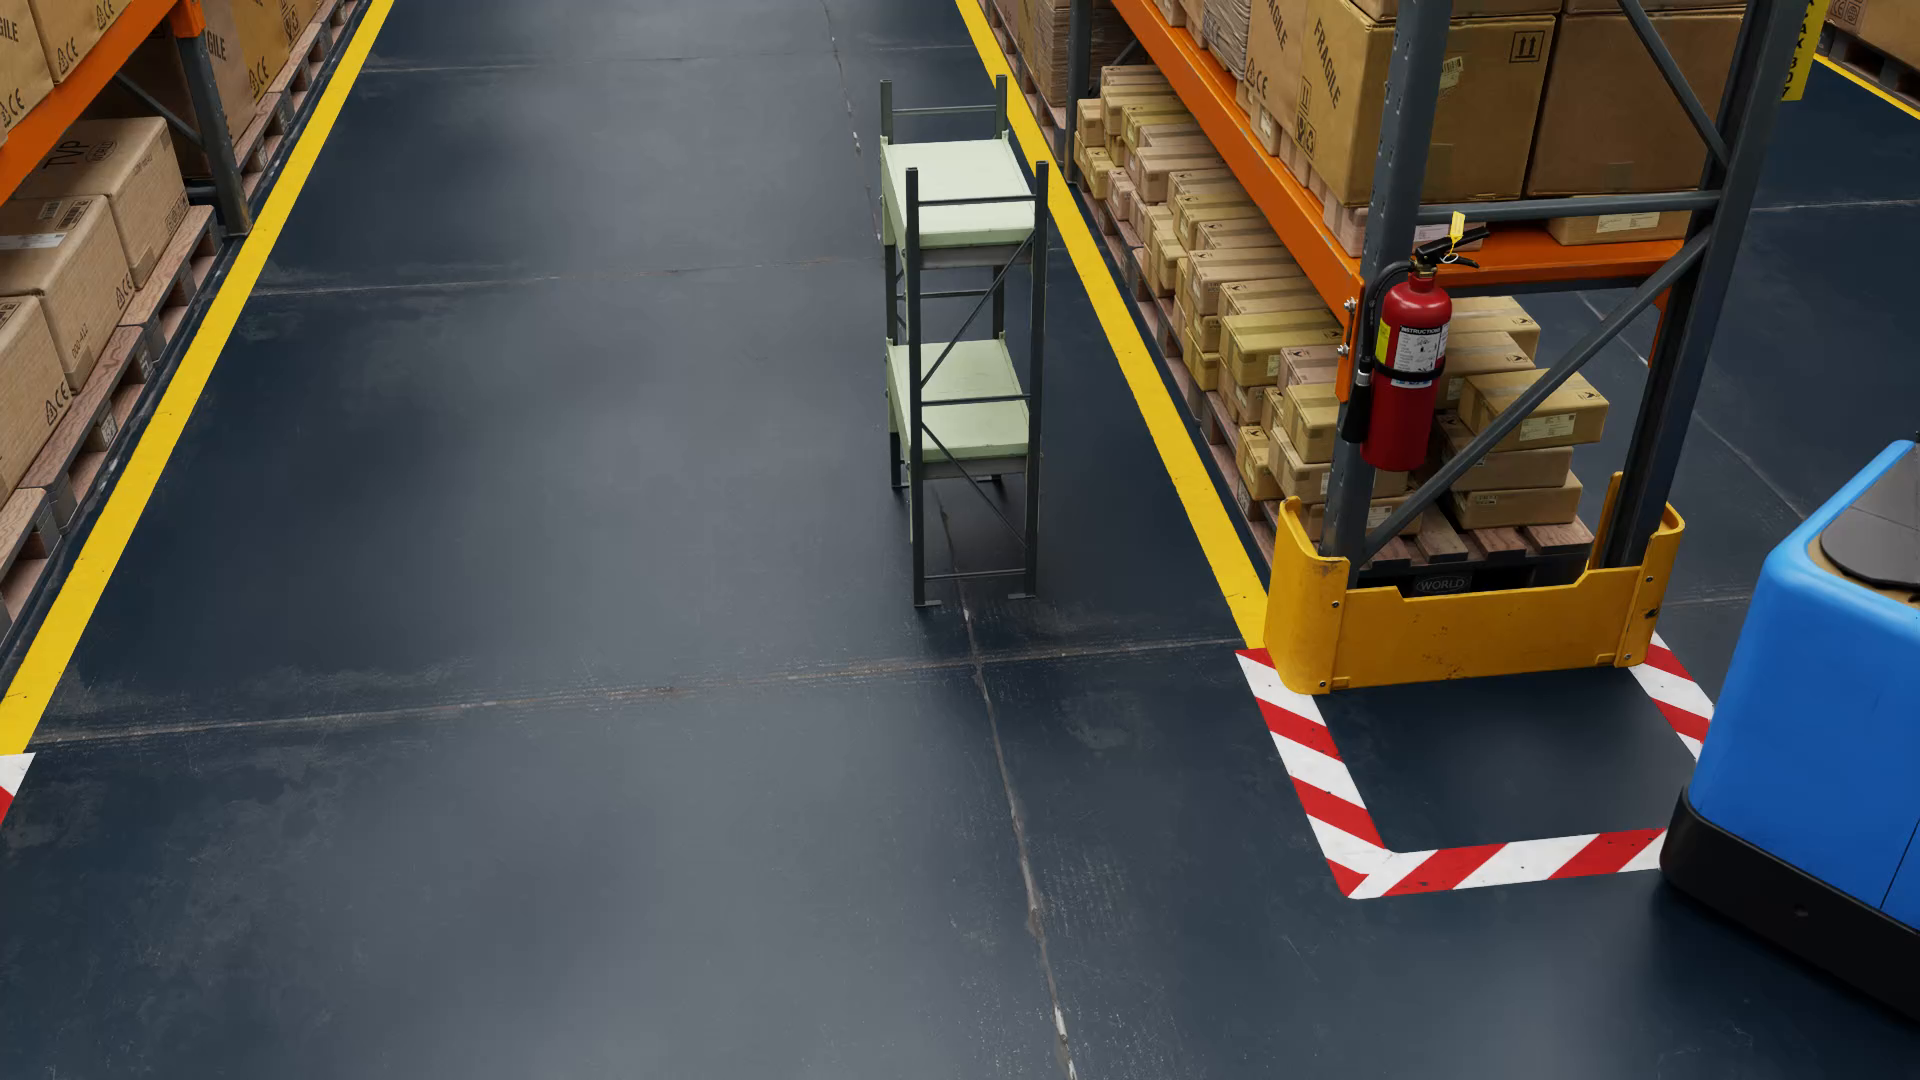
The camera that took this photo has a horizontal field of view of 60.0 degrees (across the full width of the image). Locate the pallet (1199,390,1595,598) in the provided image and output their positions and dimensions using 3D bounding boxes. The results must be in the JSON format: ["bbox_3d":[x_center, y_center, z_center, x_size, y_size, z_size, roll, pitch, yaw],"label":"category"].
[{"bbox_3d":[1.483,-0.207,5.866,1.003,0.211,1.213,-4,35,-6],"label":"pallet"}]

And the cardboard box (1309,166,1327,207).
[{"bbox_3d":[1.248,-1.059,4.864,0.380,0.149,0.250,-4,35,-6],"label":"cardboard box"}]

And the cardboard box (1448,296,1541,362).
[{"bbox_3d":[1.771,-0.715,5.766,0.380,0.149,0.250,-4,35,-7],"label":"cardboard box"}]

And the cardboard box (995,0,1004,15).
[{"bbox_3d":[0.479,-3.485,10.047,0.500,0.500,0.500,-5,35,-8],"label":"cardboard box"}]

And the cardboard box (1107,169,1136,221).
[{"bbox_3d":[0.881,-1.578,7.560,0.380,0.149,0.250,-5,35,-7],"label":"cardboard box"}]

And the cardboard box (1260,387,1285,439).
[{"bbox_3d":[1.232,-0.402,5.571,0.380,0.149,0.250,-5,35,-7],"label":"cardboard box"}]

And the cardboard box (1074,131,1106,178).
[{"bbox_3d":[0.761,-1.861,7.976,0.380,0.149,0.250,-6,35,-8],"label":"cardboard box"}]

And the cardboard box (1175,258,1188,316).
[{"bbox_3d":[1.044,-0.974,6.411,0.380,0.149,0.250,-3,34,-4],"label":"cardboard box"}]

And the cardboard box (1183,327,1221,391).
[{"bbox_3d":[1.063,-0.698,6.270,0.380,0.149,0.250,-6,35,-9],"label":"cardboard box"}]

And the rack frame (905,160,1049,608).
[{"bbox_3d":[0.048,-0.419,5.033,0.400,1.500,0.023,-4,35,-6],"label":"rack frame"}]

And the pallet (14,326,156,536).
[{"bbox_3d":[-3.669,-0.397,6.145,1.003,0.211,1.213,-4,35,-6],"label":"pallet"}]

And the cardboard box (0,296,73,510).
[{"bbox_3d":[-3.643,-0.415,5.598,0.875,0.438,0.875,-3,34,-5],"label":"cardboard box"}]

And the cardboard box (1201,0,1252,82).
[{"bbox_3d":[1.111,-1.826,5.413,0.500,0.500,0.500,-4,35,-6],"label":"cardboard box"}]

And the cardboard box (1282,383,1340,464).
[{"bbox_3d":[1.246,-0.378,5.272,0.380,0.149,0.250,-4,34,-6],"label":"cardboard box"}]

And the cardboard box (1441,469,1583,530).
[{"bbox_3d":[1.815,-0.173,5.499,0.380,0.149,0.250,-4,34,-5],"label":"cardboard box"}]

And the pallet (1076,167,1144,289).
[{"bbox_3d":[1.155,-1.569,7.864,1.003,0.211,1.213,-4,35,-6],"label":"pallet"}]

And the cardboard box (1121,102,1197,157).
[{"bbox_3d":[0.932,-1.831,7.403,0.380,0.149,0.250,-5,35,-7],"label":"cardboard box"}]

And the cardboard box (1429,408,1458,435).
[{"bbox_3d":[1.771,-0.448,5.638,0.380,0.149,0.250,-5,35,-7],"label":"cardboard box"}]

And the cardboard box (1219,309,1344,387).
[{"bbox_3d":[1.108,-0.658,5.682,0.380,0.149,0.250,-5,35,-7],"label":"cardboard box"}]

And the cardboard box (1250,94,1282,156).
[{"bbox_3d":[1.142,-1.339,5.274,0.380,0.149,0.250,-3,34,-5],"label":"cardboard box"}]

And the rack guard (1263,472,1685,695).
[{"bbox_3d":[1.558,0.130,5.116,1.175,0.500,0.348,-4,35,-6],"label":"rack guard"}]

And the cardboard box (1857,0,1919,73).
[{"bbox_3d":[5.853,-3.063,9.095,1.225,0.875,0.875,-4,35,-6],"label":"cardboard box"}]

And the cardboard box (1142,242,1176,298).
[{"bbox_3d":[0.975,-1.140,6.918,0.380,0.149,0.250,-5,35,-8],"label":"cardboard box"}]

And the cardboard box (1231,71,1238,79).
[{"bbox_3d":[1.158,-1.643,5.721,0.380,0.149,0.250,-6,35,-8],"label":"cardboard box"}]

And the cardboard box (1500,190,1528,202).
[{"bbox_3d":[1.774,-1.102,4.926,0.380,0.149,0.250,-3,34,-5],"label":"cardboard box"}]

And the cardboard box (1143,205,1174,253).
[{"bbox_3d":[0.971,-1.265,6.838,0.380,0.149,0.250,-5,35,-7],"label":"cardboard box"}]

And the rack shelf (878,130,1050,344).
[{"bbox_3d":[-0.001,-0.946,5.113,0.431,0.370,0.720,-4,35,-6],"label":"rack shelf"}]

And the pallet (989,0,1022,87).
[{"bbox_3d":[0.756,-3.057,10.049,1.003,0.211,1.213,-4,35,-6],"label":"pallet"}]

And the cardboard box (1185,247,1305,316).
[{"bbox_3d":[1.045,-0.953,6.115,0.380,0.149,0.250,-3,34,-5],"label":"cardboard box"}]

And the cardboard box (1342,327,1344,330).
[{"bbox_3d":[1.208,-0.700,6.008,0.380,0.149,0.250,-5,35,-7],"label":"cardboard box"}]

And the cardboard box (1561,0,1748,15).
[{"bbox_3d":[1.771,-1.709,4.353,0.500,0.500,0.500,-5,35,-7],"label":"cardboard box"}]

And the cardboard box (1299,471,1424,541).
[{"bbox_3d":[1.290,-0.134,5.442,0.380,0.149,0.250,-4,34,-6],"label":"cardboard box"}]

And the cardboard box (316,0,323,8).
[{"bbox_3d":[-4.389,-3.798,10.173,0.875,0.875,0.875,-5,35,-7],"label":"cardboard box"}]

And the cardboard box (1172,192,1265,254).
[{"bbox_3d":[1.056,-1.252,6.554,0.380,0.149,0.250,-4,34,-6],"label":"cardboard box"}]

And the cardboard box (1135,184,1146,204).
[{"bbox_3d":[0.986,-1.566,7.279,0.380,0.149,0.250,-6,35,-9],"label":"cardboard box"}]

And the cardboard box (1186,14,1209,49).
[{"bbox_3d":[1.051,-1.929,6.140,0.380,0.149,0.250,-3,34,-5],"label":"cardboard box"}]

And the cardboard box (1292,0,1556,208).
[{"bbox_3d":[1.252,-1.256,4.577,0.500,0.500,0.500,-4,34,-5],"label":"cardboard box"}]

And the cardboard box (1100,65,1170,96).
[{"bbox_3d":[0.871,-2.126,7.837,0.380,0.149,0.250,-3,34,-4],"label":"cardboard box"}]

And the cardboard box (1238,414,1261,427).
[{"bbox_3d":[1.205,-0.424,5.867,0.380,0.149,0.250,-5,35,-7],"label":"cardboard box"}]

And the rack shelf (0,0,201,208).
[{"bbox_3d":[-3.593,-1.248,5.557,1.077,0.370,4.000,-4,35,-6],"label":"rack shelf"}]

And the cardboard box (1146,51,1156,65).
[{"bbox_3d":[1.193,-2.666,8.845,0.500,0.500,0.500,-3,34,-5],"label":"cardboard box"}]

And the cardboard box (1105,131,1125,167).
[{"bbox_3d":[0.885,-1.850,7.696,0.380,0.149,0.250,-4,34,-6],"label":"cardboard box"}]

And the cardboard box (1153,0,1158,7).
[{"bbox_3d":[0.940,-2.225,6.575,0.380,0.149,0.250,-4,34,-5],"label":"cardboard box"}]

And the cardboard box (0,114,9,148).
[{"bbox_3d":[-3.250,-1.326,4.943,0.500,0.500,0.500,-5,35,-7],"label":"cardboard box"}]

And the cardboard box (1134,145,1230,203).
[{"bbox_3d":[0.943,-1.539,6.975,0.380,0.149,0.250,-4,34,-5],"label":"cardboard box"}]

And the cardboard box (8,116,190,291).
[{"bbox_3d":[-3.883,-1.418,7.069,0.875,0.438,0.875,-5,35,-7],"label":"cardboard box"}]

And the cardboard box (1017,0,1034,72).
[{"bbox_3d":[0.612,-2.914,9.209,0.500,0.500,0.500,-5,35,-8],"label":"cardboard box"}]

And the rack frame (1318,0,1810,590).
[{"bbox_3d":[1.568,-0.861,4.350,1.000,3.000,0.127,-4,35,-6],"label":"rack frame"}]

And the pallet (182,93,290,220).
[{"bbox_3d":[-4.040,-1.934,8.401,1.003,0.211,1.213,-4,35,-6],"label":"pallet"}]

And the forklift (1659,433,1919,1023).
[{"bbox_3d":[3.246,-0.667,4.127,3.031,2.935,1.130,-29,43,-35],"label":"forklift"}]

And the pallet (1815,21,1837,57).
[{"bbox_3d":[5.613,-3.367,10.503,1.003,0.211,1.213,-4,35,-6],"label":"pallet"}]

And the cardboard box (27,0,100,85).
[{"bbox_3d":[-3.389,-1.897,5.782,0.500,0.500,0.500,-5,35,-7],"label":"cardboard box"}]

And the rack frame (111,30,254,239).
[{"bbox_3d":[-3.862,-2.662,6.992,1.000,3.000,0.127,-4,35,-6],"label":"rack frame"}]

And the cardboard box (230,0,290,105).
[{"bbox_3d":[-4.153,-2.801,8.710,0.875,0.875,0.875,-3,34,-5],"label":"cardboard box"}]

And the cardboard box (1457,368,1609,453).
[{"bbox_3d":[1.834,-0.420,5.333,0.380,0.149,0.250,-6,35,-9],"label":"cardboard box"}]

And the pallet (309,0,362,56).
[{"bbox_3d":[-4.368,-3.296,10.399,1.003,0.211,1.213,-4,35,-6],"label":"pallet"}]

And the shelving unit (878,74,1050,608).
[{"bbox_3d":[-0.001,-0.623,5.333,0.431,1.500,0.755,-4,35,-6],"label":"shelving unit"}]
